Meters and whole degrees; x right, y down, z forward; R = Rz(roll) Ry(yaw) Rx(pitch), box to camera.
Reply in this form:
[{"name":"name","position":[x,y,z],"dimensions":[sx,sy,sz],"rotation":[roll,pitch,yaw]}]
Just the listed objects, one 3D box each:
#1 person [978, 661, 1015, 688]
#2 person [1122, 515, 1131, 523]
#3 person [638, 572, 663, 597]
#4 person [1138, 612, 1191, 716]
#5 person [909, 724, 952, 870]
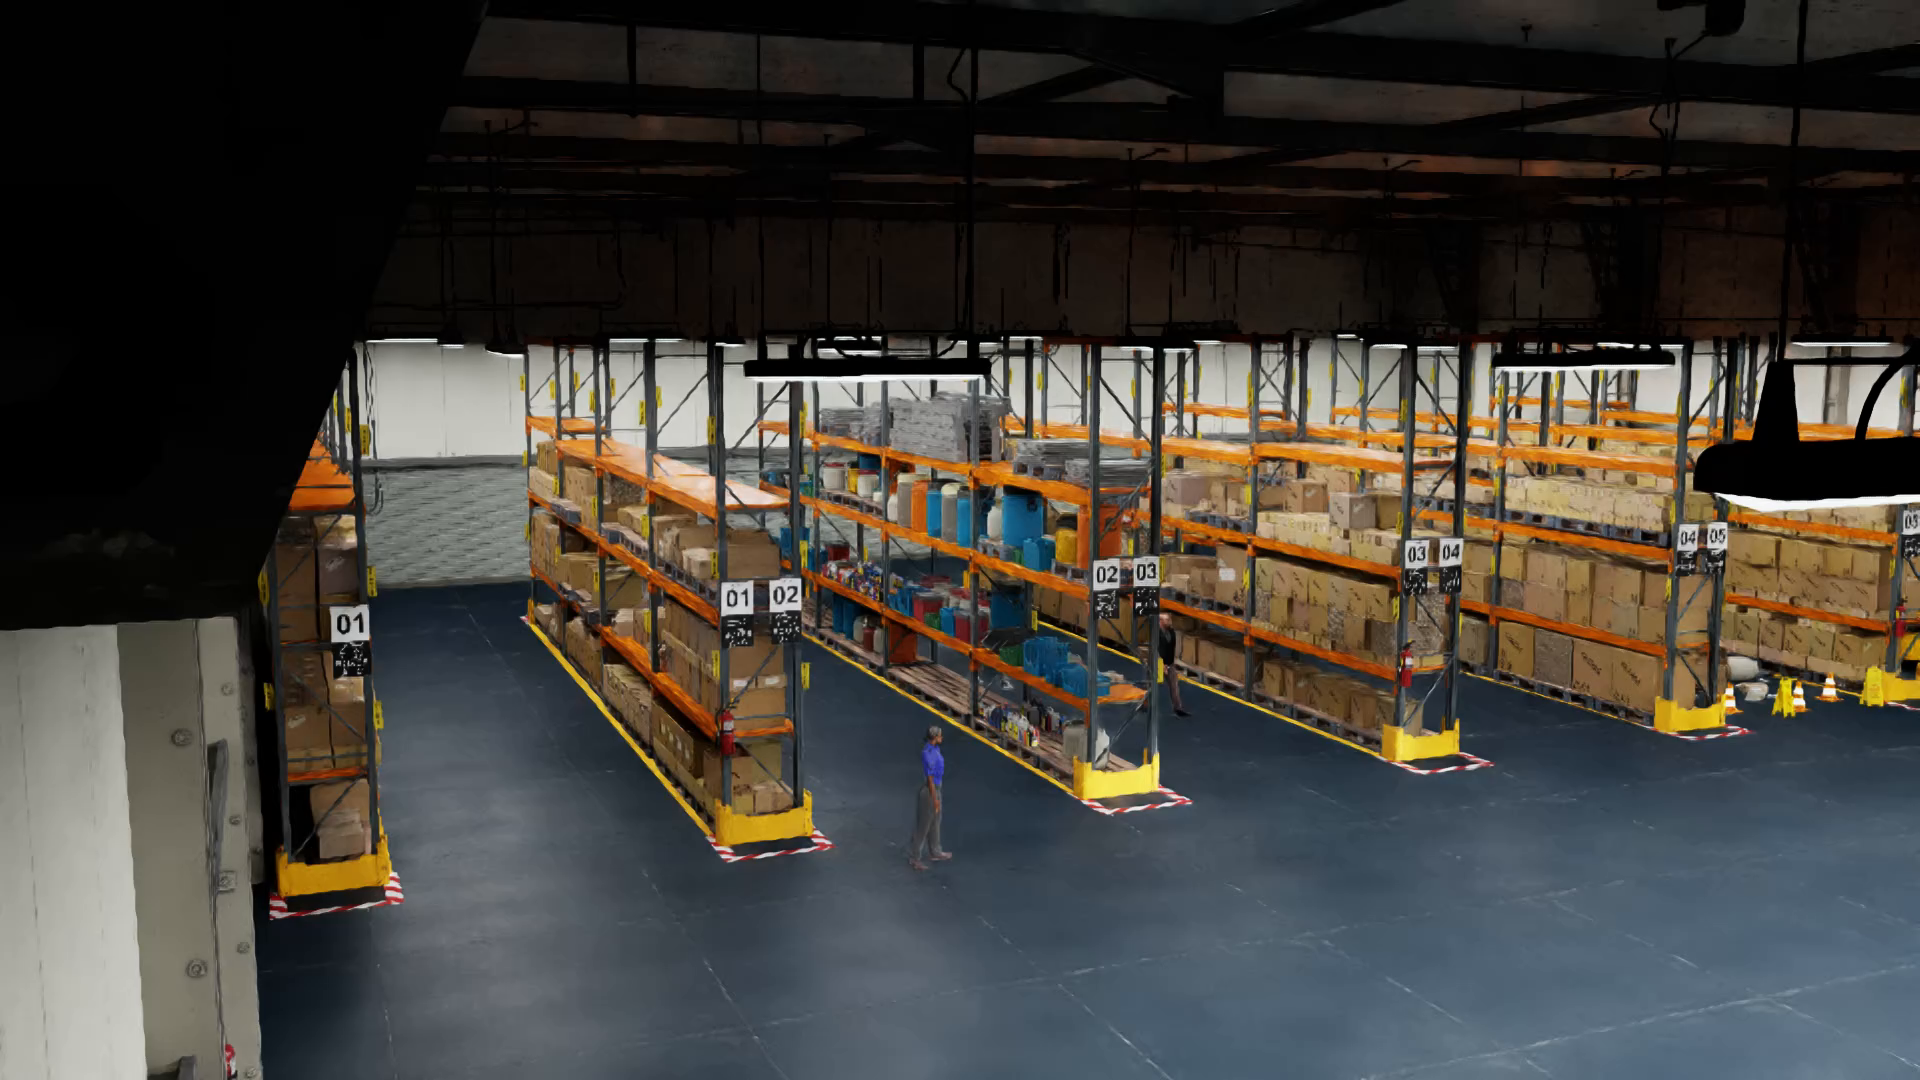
[{"name":"person","position":[0.554,1.768,28.565],"dimensions":[0.411,1.533,0.957],"rotation":[-5,9,-31]},{"name":"person","position":[4.478,-0.286,43.054],"dimensions":[0.691,1.780,0.461],"rotation":[5,9,36]},{"name":"person","position":[-6.264,1.086,33.517],"dimensions":[0.580,1.618,0.506],"rotation":[-3,8,-24]},{"name":"person","position":[3.240,1.970,26.593],"dimensions":[0.538,1.664,1.026],"rotation":[-4,9,-30]},{"name":"person","position":[-0.345,2.957,19.295],"dimensions":[0.481,1.660,0.586],"rotation":[0,8,4]}]
